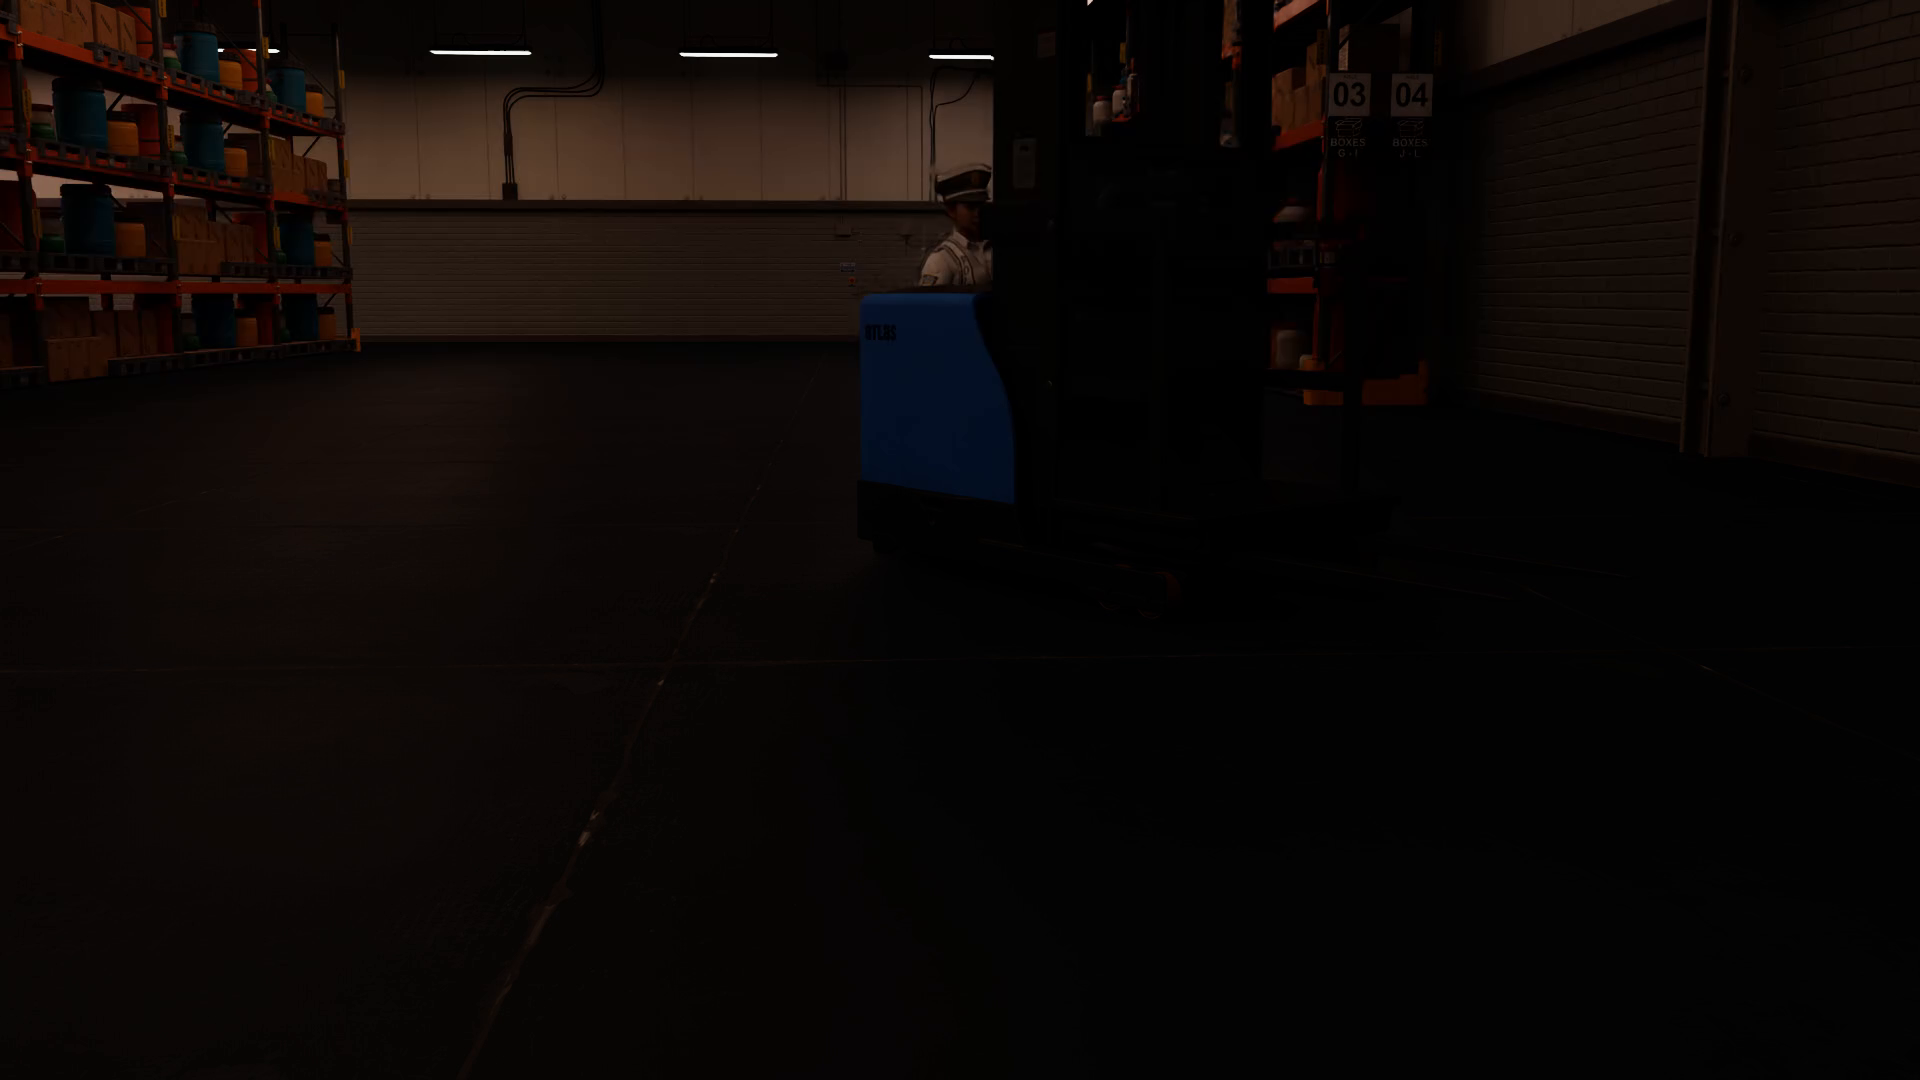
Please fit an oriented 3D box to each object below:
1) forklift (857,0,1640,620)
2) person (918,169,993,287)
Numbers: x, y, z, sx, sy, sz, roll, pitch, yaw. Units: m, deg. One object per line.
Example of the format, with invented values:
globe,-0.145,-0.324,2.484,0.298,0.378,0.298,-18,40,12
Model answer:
forklift,0.879,-1.266,5.858,1.130,2.935,3.031,-7,11,-38
person,0.078,-0.764,7.065,0.740,1.582,0.432,-5,10,-30
